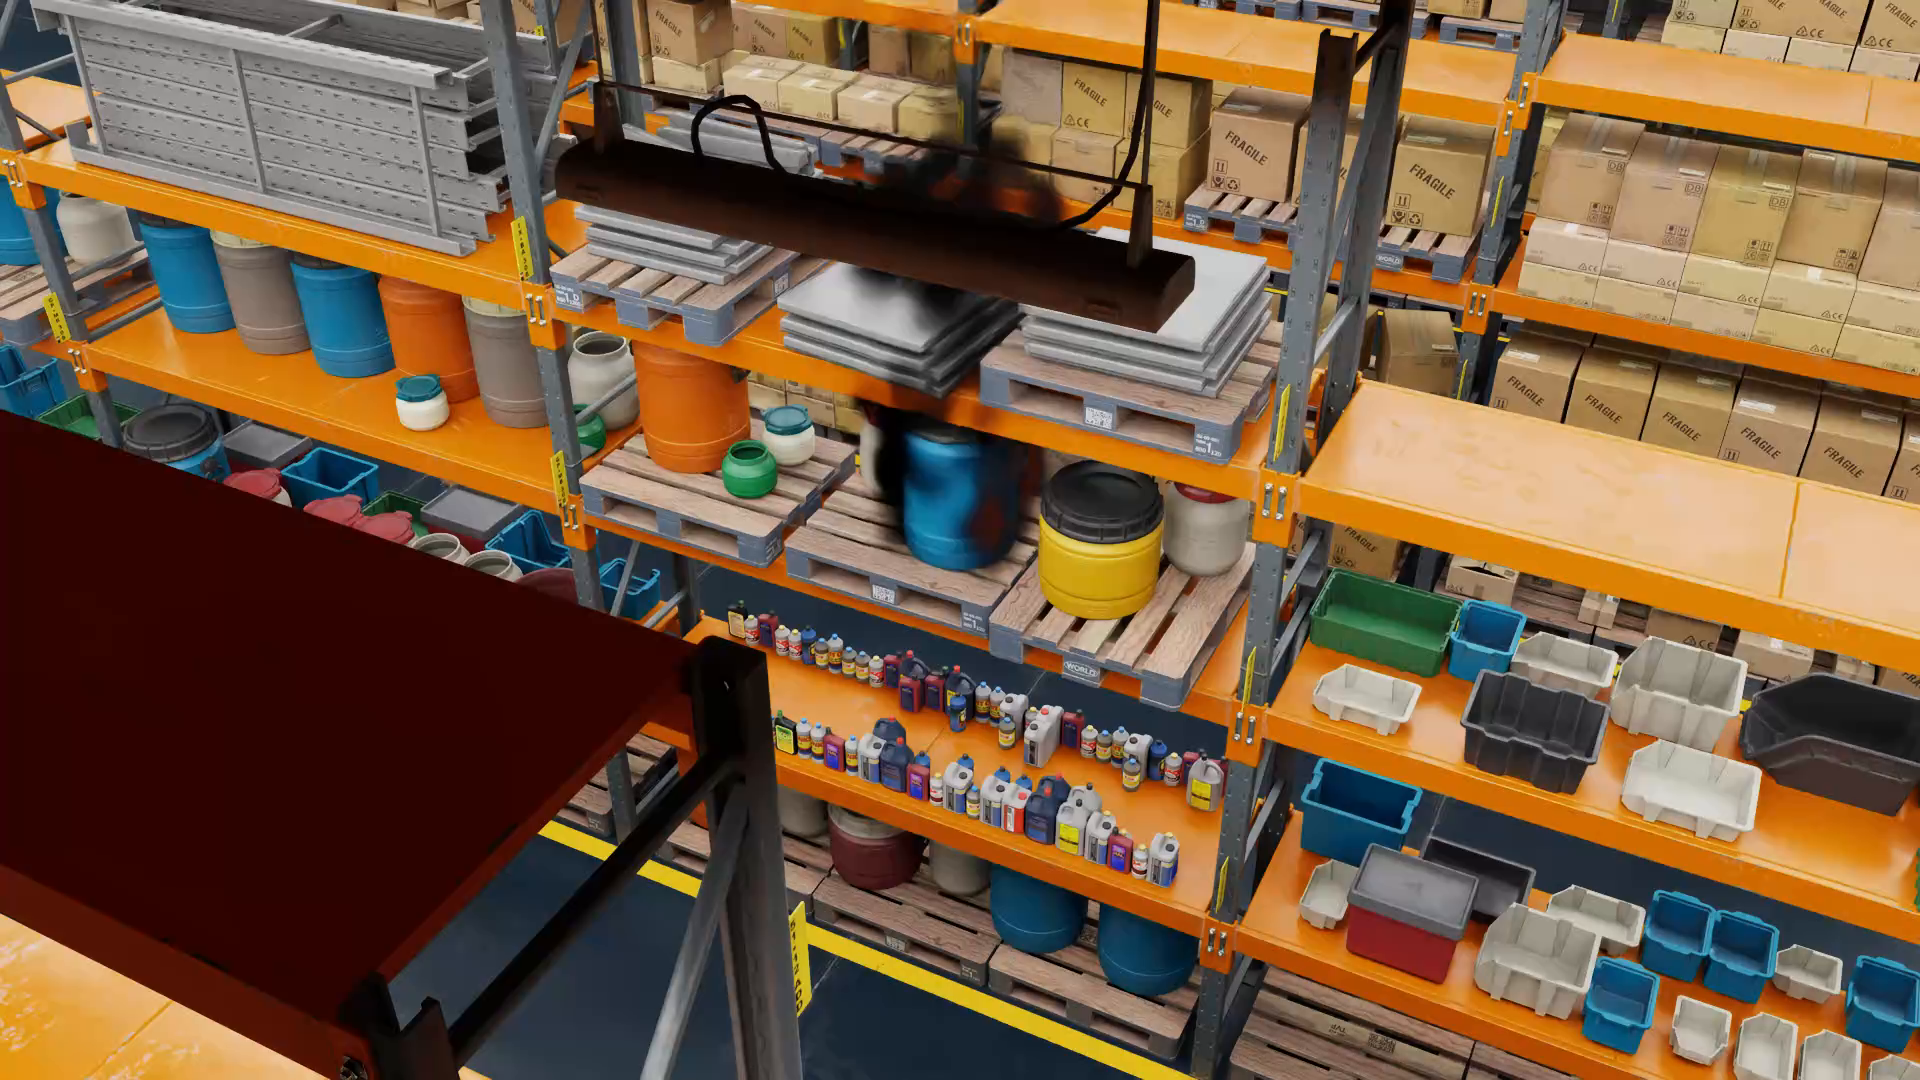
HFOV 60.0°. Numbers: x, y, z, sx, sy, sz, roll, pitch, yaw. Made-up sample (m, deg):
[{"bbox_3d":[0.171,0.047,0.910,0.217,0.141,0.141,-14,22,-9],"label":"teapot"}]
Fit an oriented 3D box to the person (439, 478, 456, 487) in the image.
[{"bbox_3d":[-3.811,-0.378,12.952,0.645,1.642,0.554,10,36,14],"label":"person"}]
